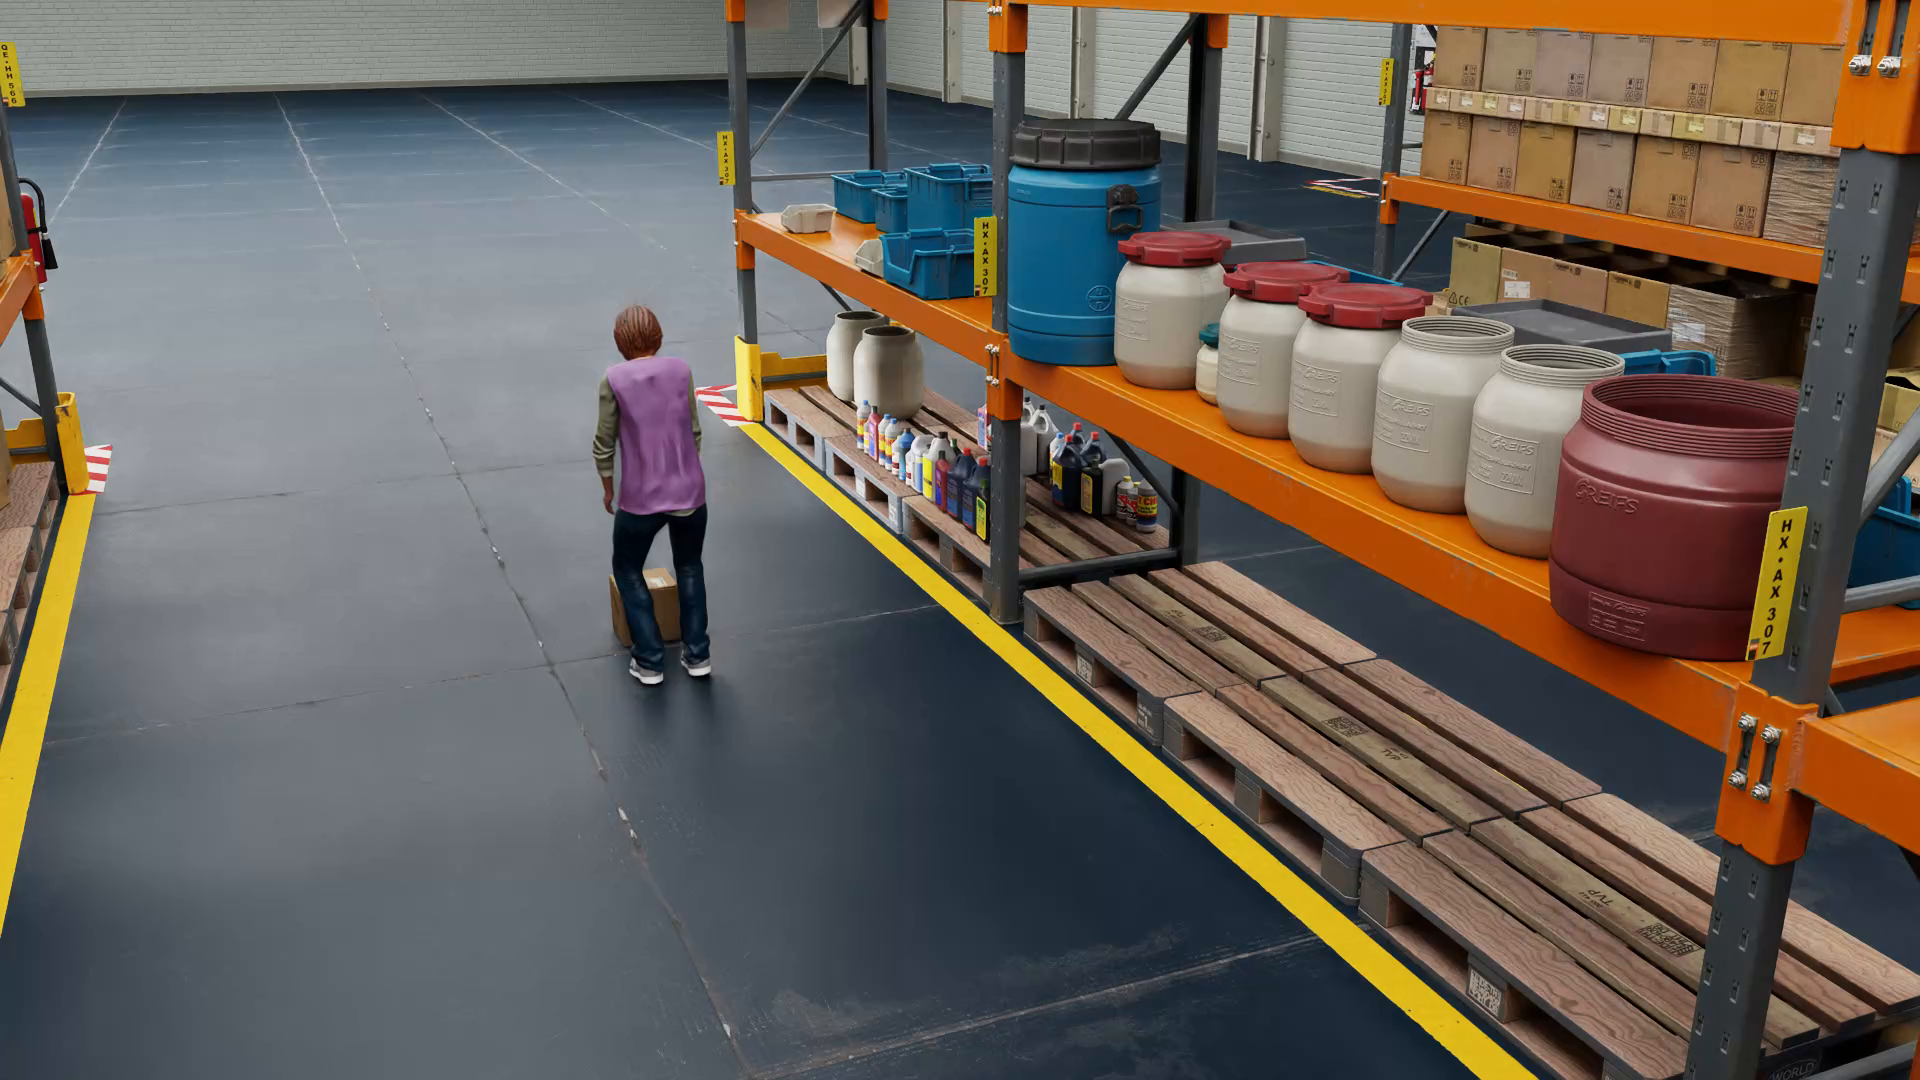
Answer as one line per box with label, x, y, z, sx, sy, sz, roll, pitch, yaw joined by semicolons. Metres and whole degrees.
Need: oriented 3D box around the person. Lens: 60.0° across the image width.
person;-1.232;-0.153;6.670;0.437;1.511;0.436;-7;21;-21
